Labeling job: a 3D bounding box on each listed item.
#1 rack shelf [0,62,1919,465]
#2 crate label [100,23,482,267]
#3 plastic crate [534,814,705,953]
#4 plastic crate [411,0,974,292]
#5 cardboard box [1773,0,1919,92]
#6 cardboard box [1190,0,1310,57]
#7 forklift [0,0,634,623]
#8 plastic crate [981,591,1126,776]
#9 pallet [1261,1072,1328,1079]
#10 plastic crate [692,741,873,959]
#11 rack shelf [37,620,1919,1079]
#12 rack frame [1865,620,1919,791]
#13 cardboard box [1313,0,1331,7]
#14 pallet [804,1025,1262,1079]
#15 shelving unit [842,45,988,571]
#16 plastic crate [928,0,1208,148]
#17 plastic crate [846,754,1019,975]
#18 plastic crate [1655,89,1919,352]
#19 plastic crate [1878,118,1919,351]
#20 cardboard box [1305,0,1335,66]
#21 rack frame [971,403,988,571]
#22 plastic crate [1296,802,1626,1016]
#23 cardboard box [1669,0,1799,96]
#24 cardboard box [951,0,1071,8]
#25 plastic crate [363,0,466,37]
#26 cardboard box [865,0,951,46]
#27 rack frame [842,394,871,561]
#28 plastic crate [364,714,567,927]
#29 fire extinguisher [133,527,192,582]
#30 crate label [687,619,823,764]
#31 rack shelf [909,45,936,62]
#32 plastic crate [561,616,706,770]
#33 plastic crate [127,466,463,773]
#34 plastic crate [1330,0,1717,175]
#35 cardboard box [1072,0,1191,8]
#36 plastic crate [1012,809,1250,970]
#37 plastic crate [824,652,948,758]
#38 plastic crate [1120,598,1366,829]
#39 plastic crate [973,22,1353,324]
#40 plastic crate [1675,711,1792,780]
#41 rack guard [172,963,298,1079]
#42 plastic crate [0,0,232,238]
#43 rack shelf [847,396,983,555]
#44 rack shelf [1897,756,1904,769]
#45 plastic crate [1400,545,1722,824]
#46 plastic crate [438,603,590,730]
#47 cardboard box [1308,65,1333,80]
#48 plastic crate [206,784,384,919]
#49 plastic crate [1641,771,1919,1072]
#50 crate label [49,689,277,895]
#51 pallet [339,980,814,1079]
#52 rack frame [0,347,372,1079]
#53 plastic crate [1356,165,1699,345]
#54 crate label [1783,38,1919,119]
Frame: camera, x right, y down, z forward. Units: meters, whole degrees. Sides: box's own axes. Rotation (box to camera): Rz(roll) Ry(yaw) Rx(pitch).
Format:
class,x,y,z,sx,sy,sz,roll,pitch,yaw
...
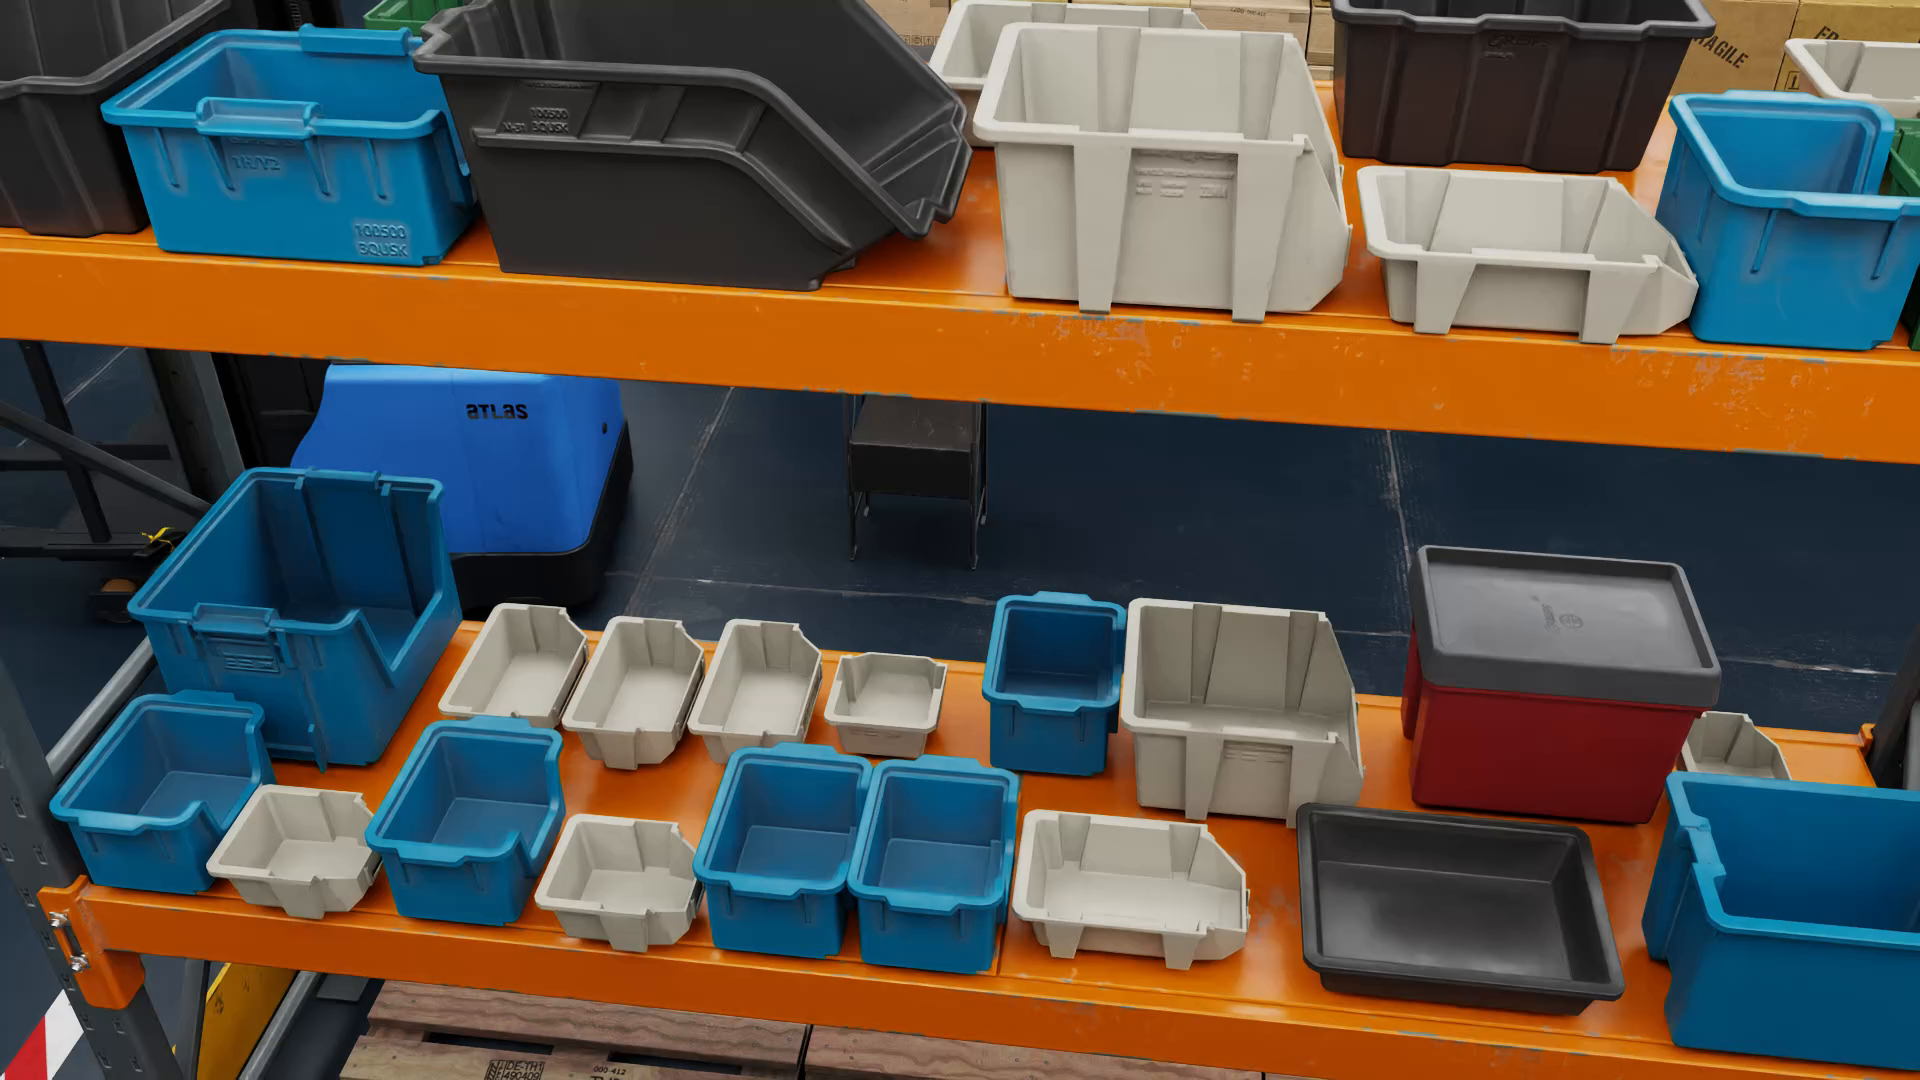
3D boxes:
class,x,y,z,sx,sy,sz,roll,pitch,yaw
rack shelf,0.129,-0.491,2.892,4.000,0.370,1.077,4,36,6
crate label,-0.980,-0.616,2.577,0.502,0.251,0.408,4,36,6
plastic crate,-0.671,0.702,3.360,0.298,0.136,0.250,4,36,6
plastic crate,-0.374,-0.635,2.529,0.767,0.338,0.504,4,36,6
cardboard box,3.667,-2.094,7.016,0.500,0.500,0.500,4,36,6
cardboard box,1.253,-2.284,7.242,0.500,0.250,0.500,5,36,7
forklift,-2.897,-1.187,5.890,3.031,2.935,1.130,0,36,0
plastic crate,0.215,0.337,3.787,0.300,0.233,0.416,4,36,6
pallet,1.379,1.688,4.202,1.213,0.211,1.003,4,36,6
plastic crate,-0.346,0.639,3.365,0.300,0.233,0.416,4,36,6
rack shelf,0.129,0.730,3.764,4.000,0.370,1.077,4,36,6
rack frame,2.113,0.584,3.350,0.053,2.616,0.949,4,36,6
cardboard box,1.757,-2.553,6.973,0.500,0.500,0.500,5,36,6
pallet,0.165,1.600,4.327,1.213,0.211,1.003,4,36,6
shelving unit,-0.164,-0.867,6.157,0.503,2.100,0.431,4,36,6
plastic crate,0.227,-0.814,2.954,0.530,0.136,0.437,4,36,6
plastic crate,-0.048,0.661,3.334,0.300,0.233,0.416,4,36,6
plastic crate,1.169,-0.451,2.361,0.300,0.233,0.416,4,36,6
plastic crate,1.654,-0.406,2.338,0.662,0.188,0.450,4,36,6
cardboard box,1.759,-2.247,7.189,0.500,0.250,0.500,5,36,7
rack frame,0.078,-0.849,6.132,0.015,2.100,0.400,4,36,6
plastic crate,0.969,0.745,3.309,0.590,0.125,0.437,4,36,6
cardboard box,3.168,-2.131,7.068,0.500,0.500,0.500,4,36,6
cardboard box,0.232,-2.359,7.347,0.500,0.250,0.500,3,36,4
plastic crate,-0.840,-0.937,3.081,0.336,0.188,0.450,4,36,6
cardboard box,-0.265,-2.399,7.402,0.500,0.250,0.500,4,36,5
rack frame,-0.406,-0.885,6.183,0.015,2.100,0.400,4,36,6
plastic crate,-0.999,0.590,3.434,0.300,0.233,0.416,4,36,6
fire extinguisher,-1.946,0.200,4.276,0.183,0.674,0.296,4,36,6
crate label,-0.458,0.365,3.832,0.243,0.136,0.396,4,36,6
rack shelf,-0.164,-1.426,5.758,0.480,0.518,0.431,4,36,6
plastic crate,-0.737,0.358,3.841,0.243,0.136,0.396,4,36,6
plastic crate,-1.499,0.168,3.851,0.499,0.435,0.616,4,36,6
plastic crate,0.916,-0.832,2.864,0.590,0.269,0.497,4,36,6
cardboard box,0.751,-2.324,7.297,0.500,0.250,0.500,4,36,5
plastic crate,0.348,0.713,3.345,0.466,0.136,0.293,4,36,6
plastic crate,-0.162,0.376,3.816,0.250,0.136,0.298,4,36,6
plastic crate,0.622,0.390,3.672,0.530,0.282,0.437,4,36,6
plastic crate,0.305,-0.541,2.446,0.530,0.282,0.437,4,36,6
plastic crate,1.670,0.552,3.570,0.243,0.136,0.396,4,36,6
rack guard,-1.880,1.313,4.480,0.348,0.500,1.175,4,36,6
plastic crate,-1.508,-0.689,2.664,0.590,0.269,0.497,4,36,6
rack shelf,-0.164,-0.286,6.572,0.480,0.518,0.431,4,36,6
rack shelf,4.097,1.026,3.349,4.000,0.370,1.077,4,36,6
plastic crate,1.259,0.324,3.607,0.583,0.464,0.402,4,36,6
plastic crate,-1.023,0.328,3.883,0.243,0.136,0.396,4,36,6
cardboard box,1.635,-2.057,7.266,0.250,0.149,0.380,5,36,7
plastic crate,-1.344,0.652,3.430,0.298,0.136,0.250,4,36,6
plastic crate,1.606,0.730,3.108,0.575,0.384,0.392,4,36,6
crate label,-1.651,0.541,3.502,0.303,0.233,0.416,4,36,6
pallet,-1.041,1.508,4.455,1.213,0.211,1.003,4,36,6
rack frame,-1.854,0.290,3.762,0.127,3.000,1.000,4,36,6
plastic crate,0.803,-0.403,2.377,0.466,0.136,0.293,4,36,6
crate label,1.664,-0.731,2.837,0.466,0.136,0.293,4,36,6
